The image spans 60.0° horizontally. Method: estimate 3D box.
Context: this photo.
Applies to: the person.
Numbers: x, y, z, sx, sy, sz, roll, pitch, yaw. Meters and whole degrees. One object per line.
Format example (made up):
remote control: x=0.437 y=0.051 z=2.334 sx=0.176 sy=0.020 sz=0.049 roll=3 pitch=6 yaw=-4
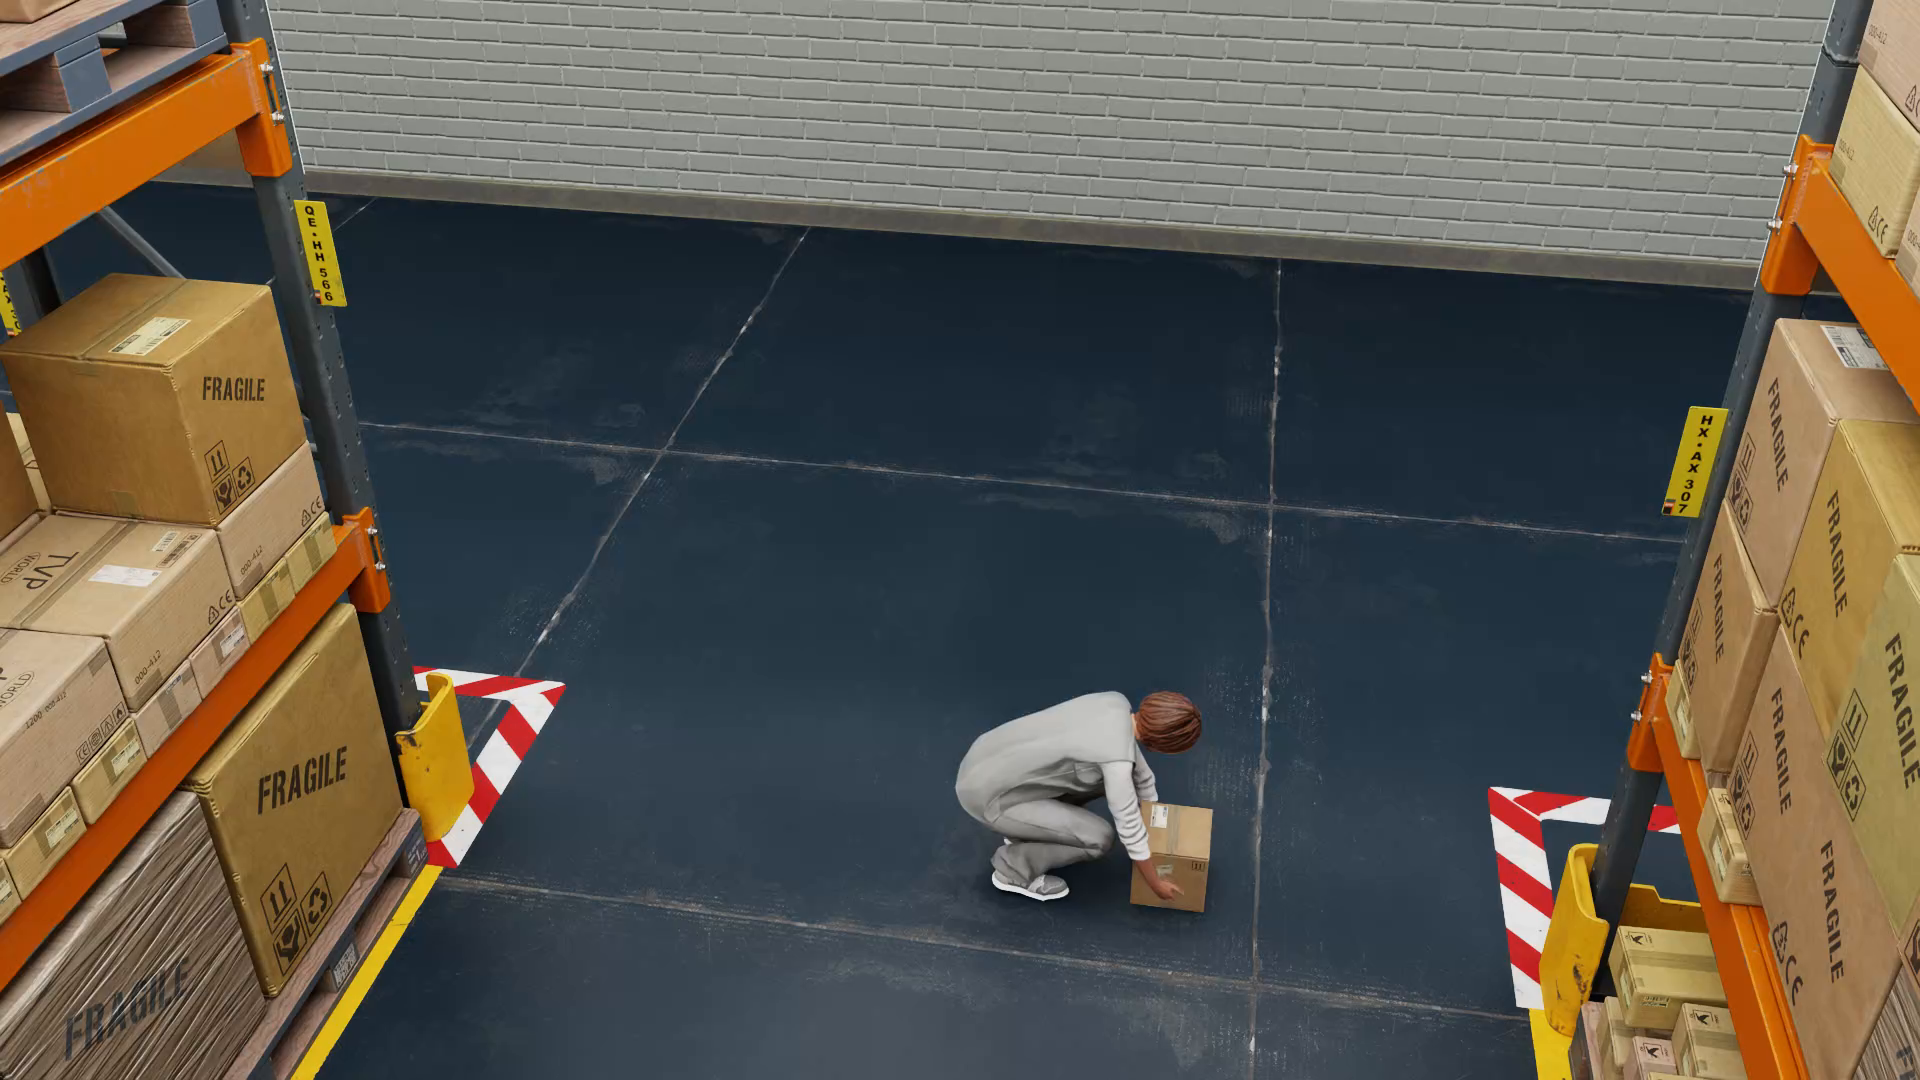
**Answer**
person: x=0.389 y=0.835 z=5.620 sx=0.804 sy=0.772 sz=0.436 roll=5 pitch=33 yaw=8
